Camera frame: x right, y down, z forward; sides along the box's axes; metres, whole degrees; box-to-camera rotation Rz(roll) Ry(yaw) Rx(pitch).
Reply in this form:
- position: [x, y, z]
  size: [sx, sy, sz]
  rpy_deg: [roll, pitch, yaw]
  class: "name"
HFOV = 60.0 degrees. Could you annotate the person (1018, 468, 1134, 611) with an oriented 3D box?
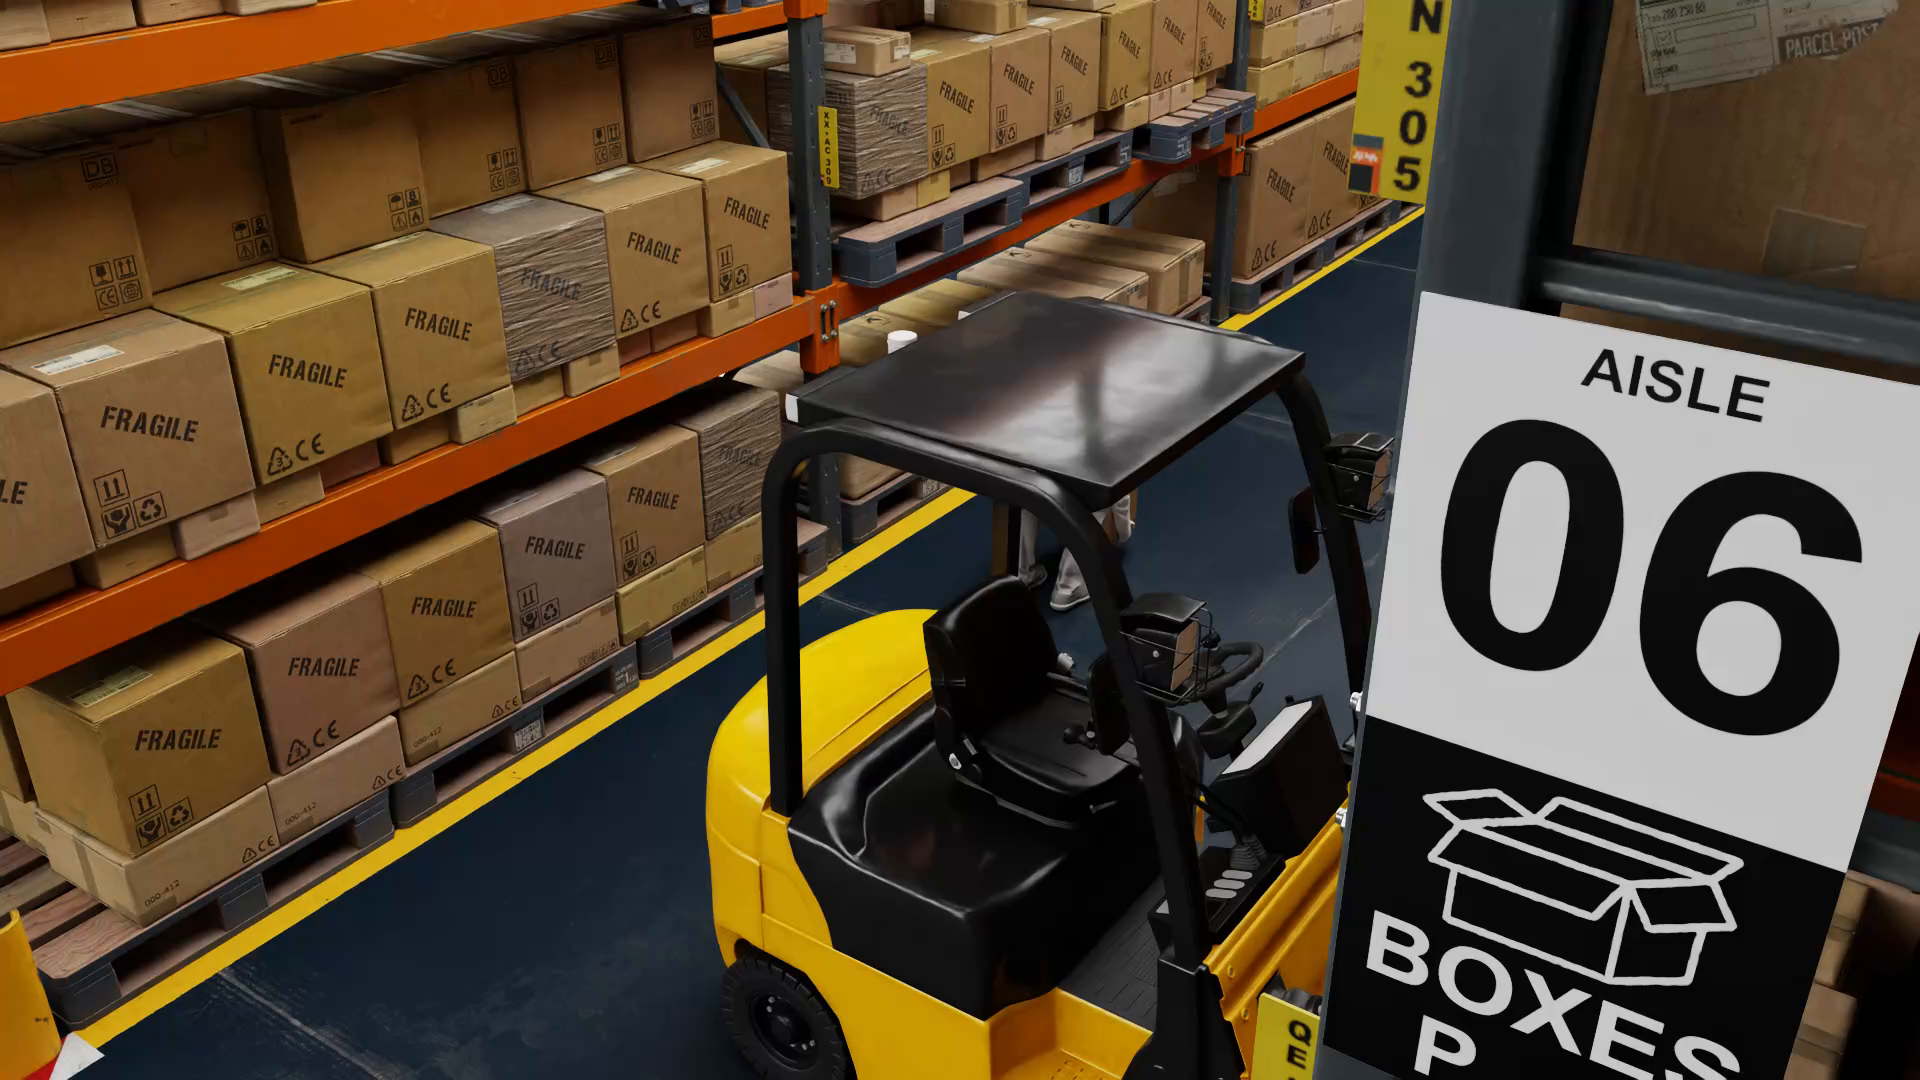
- position: [0.495, -0.254, 7.387]
  size: [0.448, 0.960, 0.896]
  rpy_deg: [15, 31, 27]
  class: "person"
